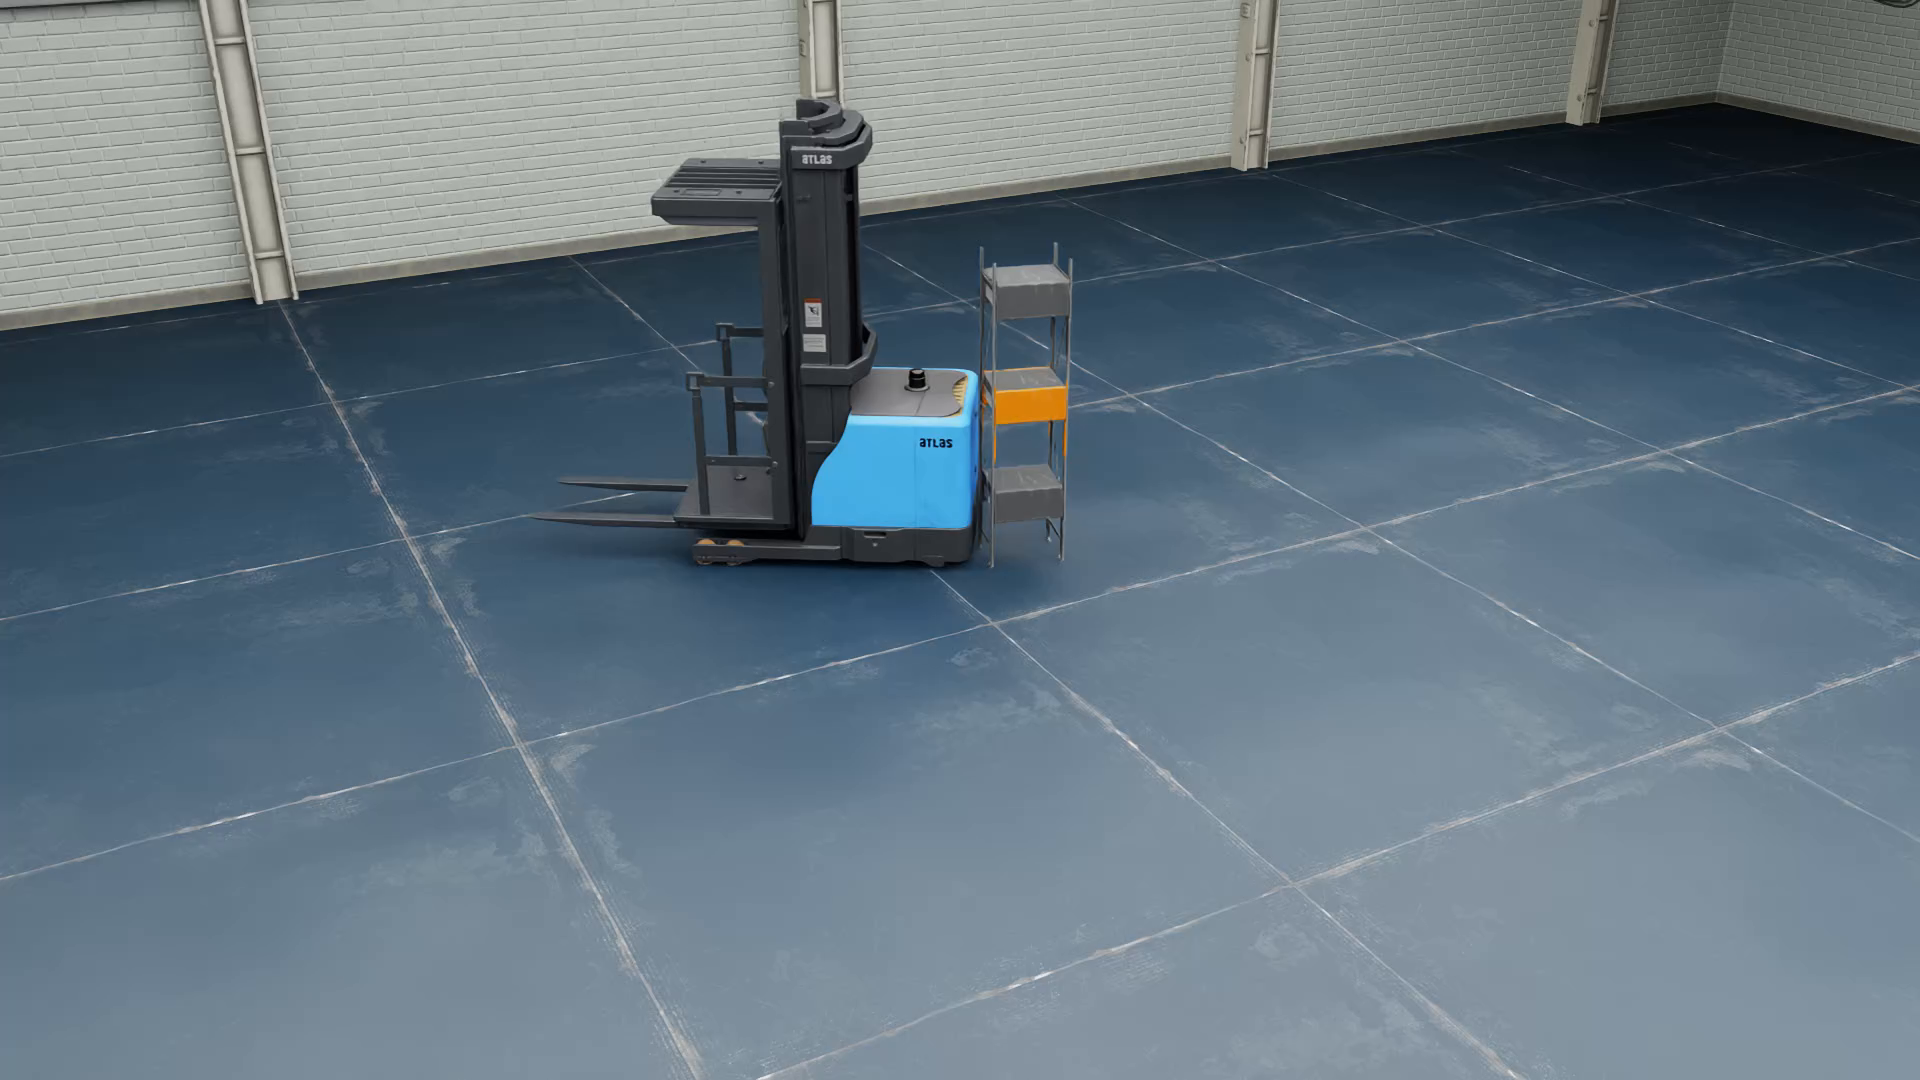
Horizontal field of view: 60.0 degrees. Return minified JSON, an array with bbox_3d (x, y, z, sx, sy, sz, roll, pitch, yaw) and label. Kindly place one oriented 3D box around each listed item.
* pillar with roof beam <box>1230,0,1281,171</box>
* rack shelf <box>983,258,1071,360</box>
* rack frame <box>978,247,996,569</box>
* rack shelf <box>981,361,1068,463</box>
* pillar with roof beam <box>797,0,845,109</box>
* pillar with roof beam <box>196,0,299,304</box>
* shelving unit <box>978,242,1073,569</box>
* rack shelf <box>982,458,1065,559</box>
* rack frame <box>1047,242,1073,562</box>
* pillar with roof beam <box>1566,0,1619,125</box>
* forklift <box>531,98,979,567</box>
[{"bbox_3d":[5.788,-7.277,16.312,0.400,9.000,9.100,-13,29,-25],"label":"pillar with roof beam"},{"bbox_3d":[0.414,-1.476,10.615,0.480,0.518,0.431,-5,26,-11],"label":"rack shelf"},{"bbox_3d":[0.176,-0.835,10.866,0.015,2.100,0.400,-5,26,-11],"label":"rack frame"},{"bbox_3d":[0.414,-0.845,10.918,0.480,0.518,0.431,-5,26,-11],"label":"rack shelf"},{"bbox_3d":[0.494,-6.055,13.767,0.400,9.000,9.100,-13,29,-25],"label":"pillar with roof beam"},{"bbox_3d":[-4.800,-4.833,11.221,0.400,9.000,9.100,-13,29,-25],"label":"pillar with roof beam"},{"bbox_3d":[0.414,-0.857,10.912,0.503,2.100,0.431,-5,26,-11],"label":"shelving unit"},{"bbox_3d":[0.414,-0.214,11.221,0.480,0.518,0.431,-5,26,-11],"label":"rack shelf"},{"bbox_3d":[0.653,-0.880,10.958,0.015,2.100,0.400,-5,26,-11],"label":"rack frame"},{"bbox_3d":[11.082,-8.499,18.857,0.400,9.000,9.100,-13,29,-25],"label":"pillar with roof beam"},{"bbox_3d":[-1.400,-1.376,11.032,3.031,2.935,1.130,2,26,3],"label":"forklift"}]
